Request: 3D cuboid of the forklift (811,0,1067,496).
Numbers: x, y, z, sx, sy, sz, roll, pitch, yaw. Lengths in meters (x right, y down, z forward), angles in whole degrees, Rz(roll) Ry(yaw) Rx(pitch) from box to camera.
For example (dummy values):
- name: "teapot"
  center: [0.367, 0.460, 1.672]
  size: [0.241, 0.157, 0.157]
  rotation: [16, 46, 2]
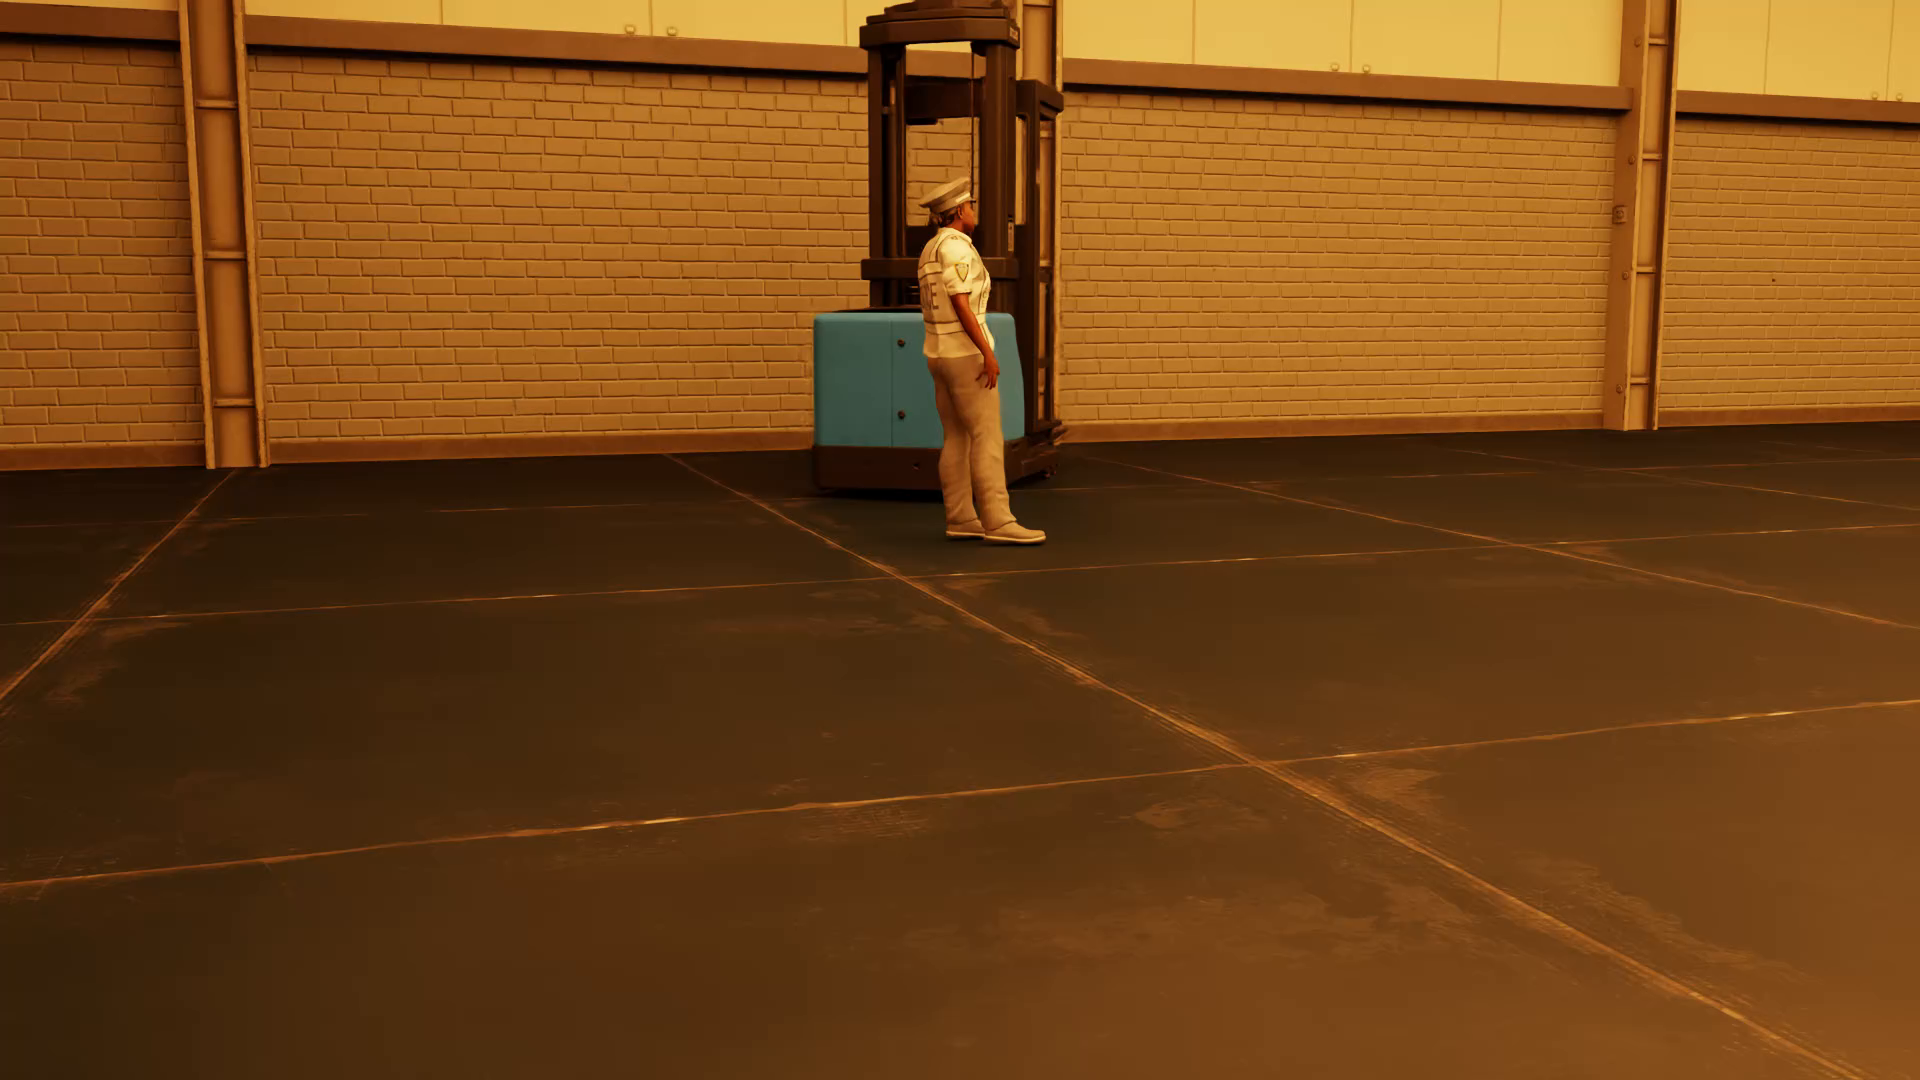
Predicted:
- name: "forklift"
  center: [0.037, -1.868, 10.786]
  size: [1.130, 2.935, 3.031]
  rotation: [2, 8, 16]

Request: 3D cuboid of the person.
- name: "person"
  center: [0.077, -0.847, 7.813]
  size: [0.530, 1.695, 0.569]
  rotation: [-3, 8, -18]
